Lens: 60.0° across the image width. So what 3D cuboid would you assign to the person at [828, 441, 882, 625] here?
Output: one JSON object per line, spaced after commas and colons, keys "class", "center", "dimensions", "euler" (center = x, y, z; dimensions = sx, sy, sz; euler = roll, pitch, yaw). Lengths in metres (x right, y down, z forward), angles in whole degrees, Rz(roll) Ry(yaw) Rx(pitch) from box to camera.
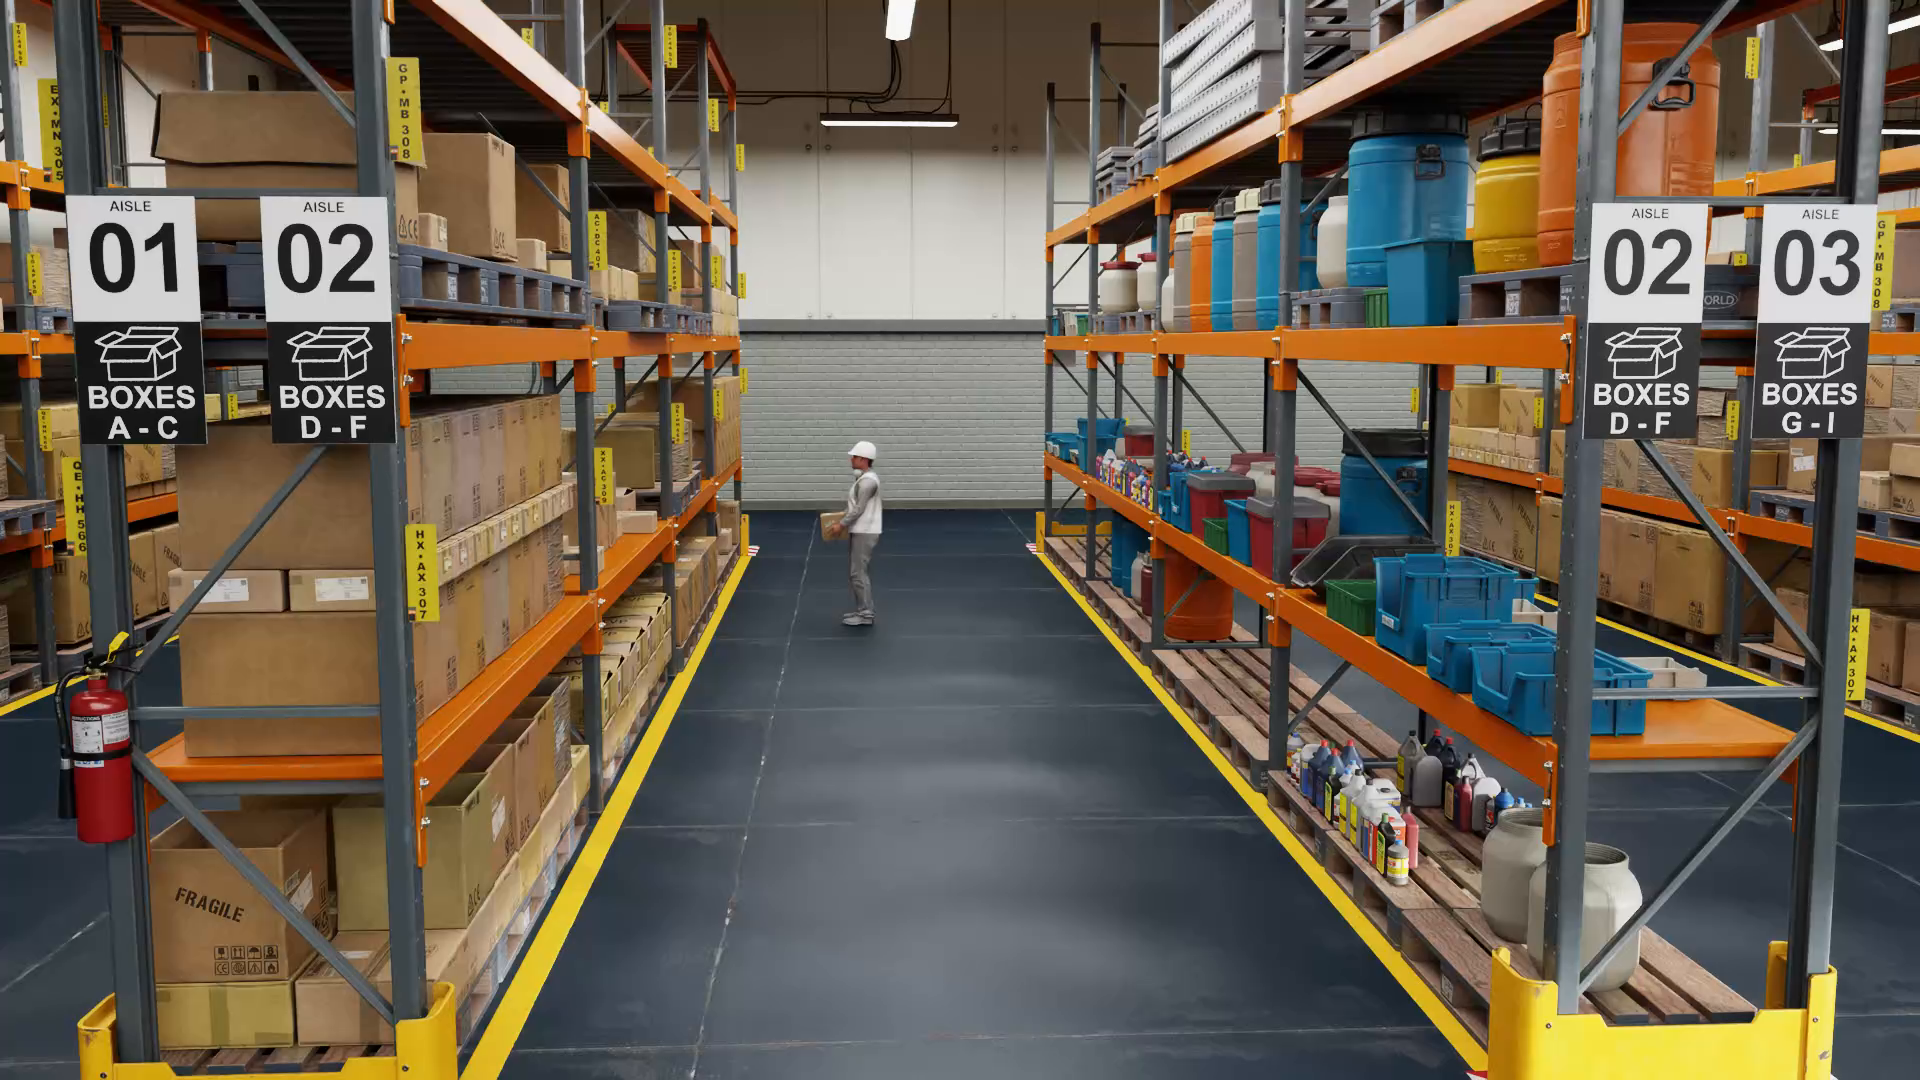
{"class": "person", "center": [-1.024, -0.070, 16.197], "dimensions": [0.529, 1.778, 0.528], "euler": [-1, 7, -4]}
